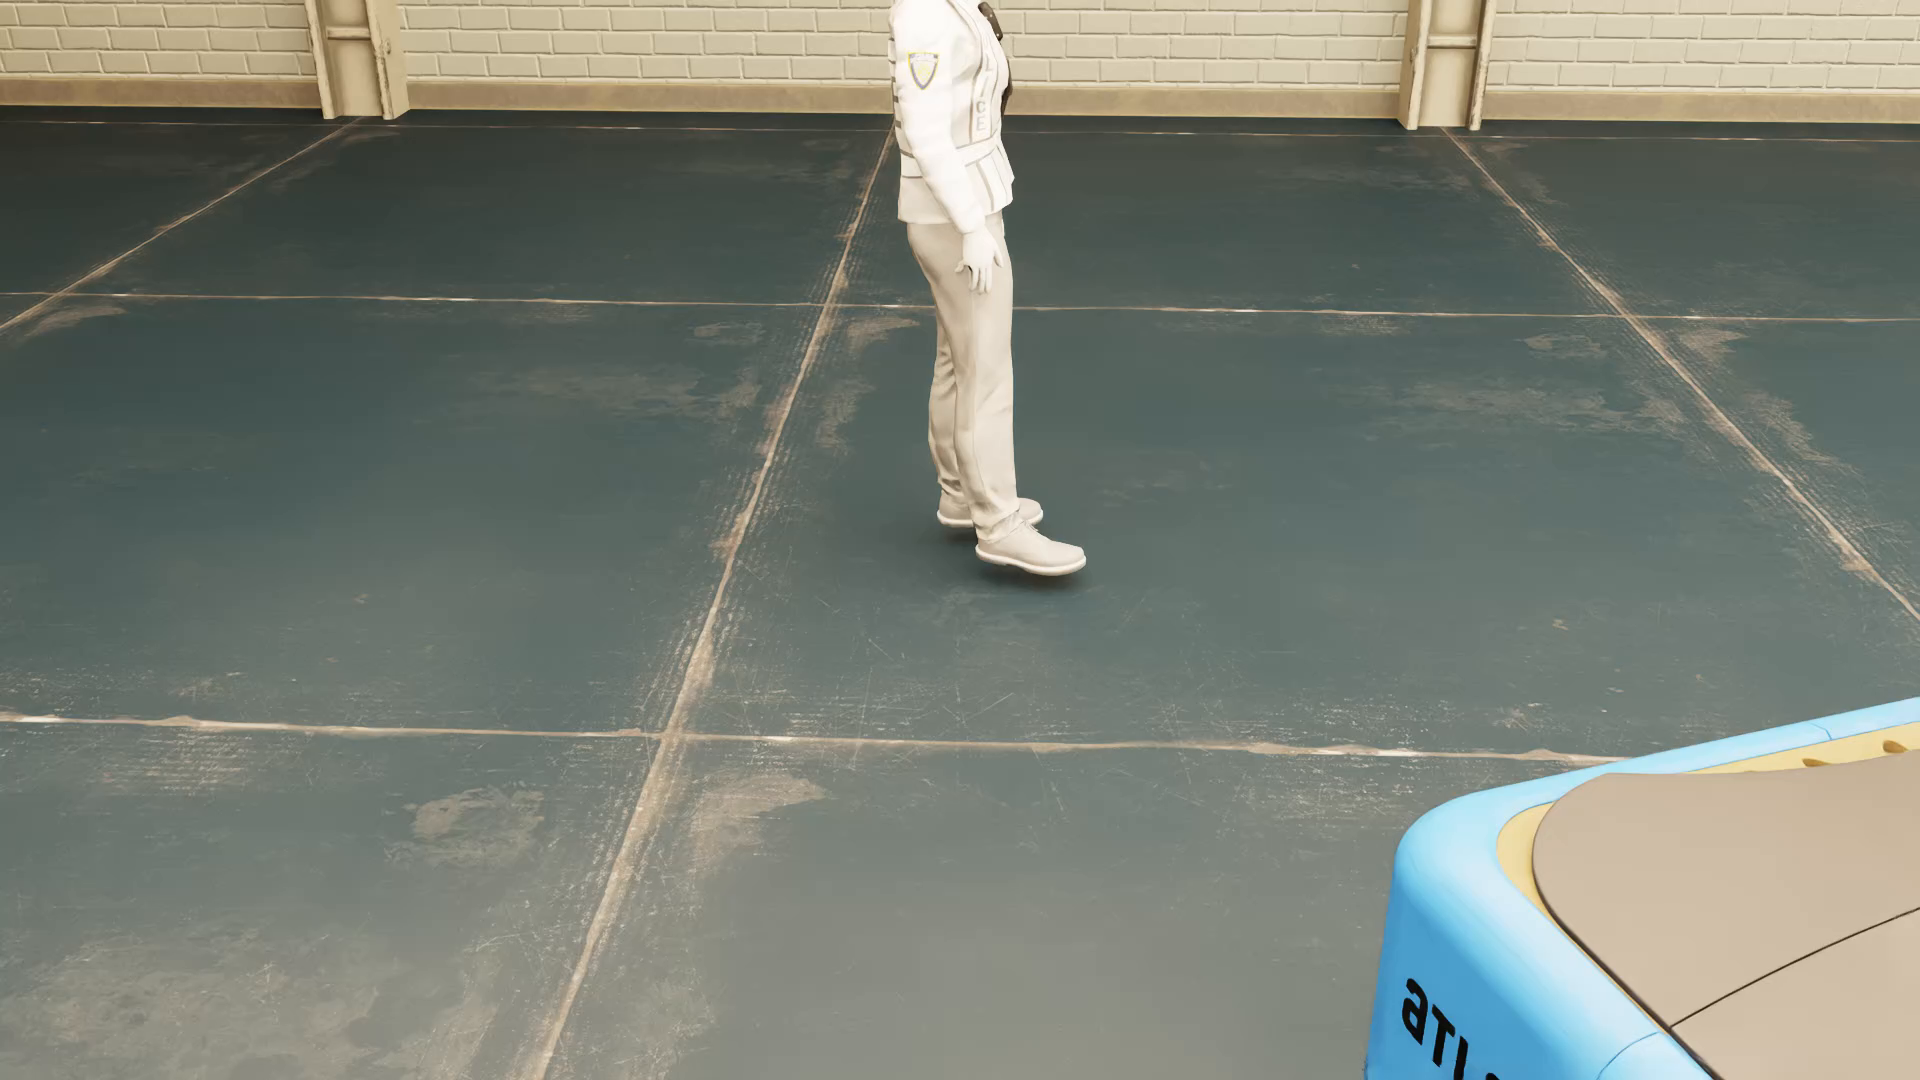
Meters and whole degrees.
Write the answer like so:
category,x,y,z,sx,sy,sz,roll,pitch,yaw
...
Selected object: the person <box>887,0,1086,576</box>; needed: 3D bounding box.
category,x,y,z,sx,sy,sz,roll,pitch,yaw
person,0.069,-0.798,4.117,0.530,1.694,0.586,1,26,2
